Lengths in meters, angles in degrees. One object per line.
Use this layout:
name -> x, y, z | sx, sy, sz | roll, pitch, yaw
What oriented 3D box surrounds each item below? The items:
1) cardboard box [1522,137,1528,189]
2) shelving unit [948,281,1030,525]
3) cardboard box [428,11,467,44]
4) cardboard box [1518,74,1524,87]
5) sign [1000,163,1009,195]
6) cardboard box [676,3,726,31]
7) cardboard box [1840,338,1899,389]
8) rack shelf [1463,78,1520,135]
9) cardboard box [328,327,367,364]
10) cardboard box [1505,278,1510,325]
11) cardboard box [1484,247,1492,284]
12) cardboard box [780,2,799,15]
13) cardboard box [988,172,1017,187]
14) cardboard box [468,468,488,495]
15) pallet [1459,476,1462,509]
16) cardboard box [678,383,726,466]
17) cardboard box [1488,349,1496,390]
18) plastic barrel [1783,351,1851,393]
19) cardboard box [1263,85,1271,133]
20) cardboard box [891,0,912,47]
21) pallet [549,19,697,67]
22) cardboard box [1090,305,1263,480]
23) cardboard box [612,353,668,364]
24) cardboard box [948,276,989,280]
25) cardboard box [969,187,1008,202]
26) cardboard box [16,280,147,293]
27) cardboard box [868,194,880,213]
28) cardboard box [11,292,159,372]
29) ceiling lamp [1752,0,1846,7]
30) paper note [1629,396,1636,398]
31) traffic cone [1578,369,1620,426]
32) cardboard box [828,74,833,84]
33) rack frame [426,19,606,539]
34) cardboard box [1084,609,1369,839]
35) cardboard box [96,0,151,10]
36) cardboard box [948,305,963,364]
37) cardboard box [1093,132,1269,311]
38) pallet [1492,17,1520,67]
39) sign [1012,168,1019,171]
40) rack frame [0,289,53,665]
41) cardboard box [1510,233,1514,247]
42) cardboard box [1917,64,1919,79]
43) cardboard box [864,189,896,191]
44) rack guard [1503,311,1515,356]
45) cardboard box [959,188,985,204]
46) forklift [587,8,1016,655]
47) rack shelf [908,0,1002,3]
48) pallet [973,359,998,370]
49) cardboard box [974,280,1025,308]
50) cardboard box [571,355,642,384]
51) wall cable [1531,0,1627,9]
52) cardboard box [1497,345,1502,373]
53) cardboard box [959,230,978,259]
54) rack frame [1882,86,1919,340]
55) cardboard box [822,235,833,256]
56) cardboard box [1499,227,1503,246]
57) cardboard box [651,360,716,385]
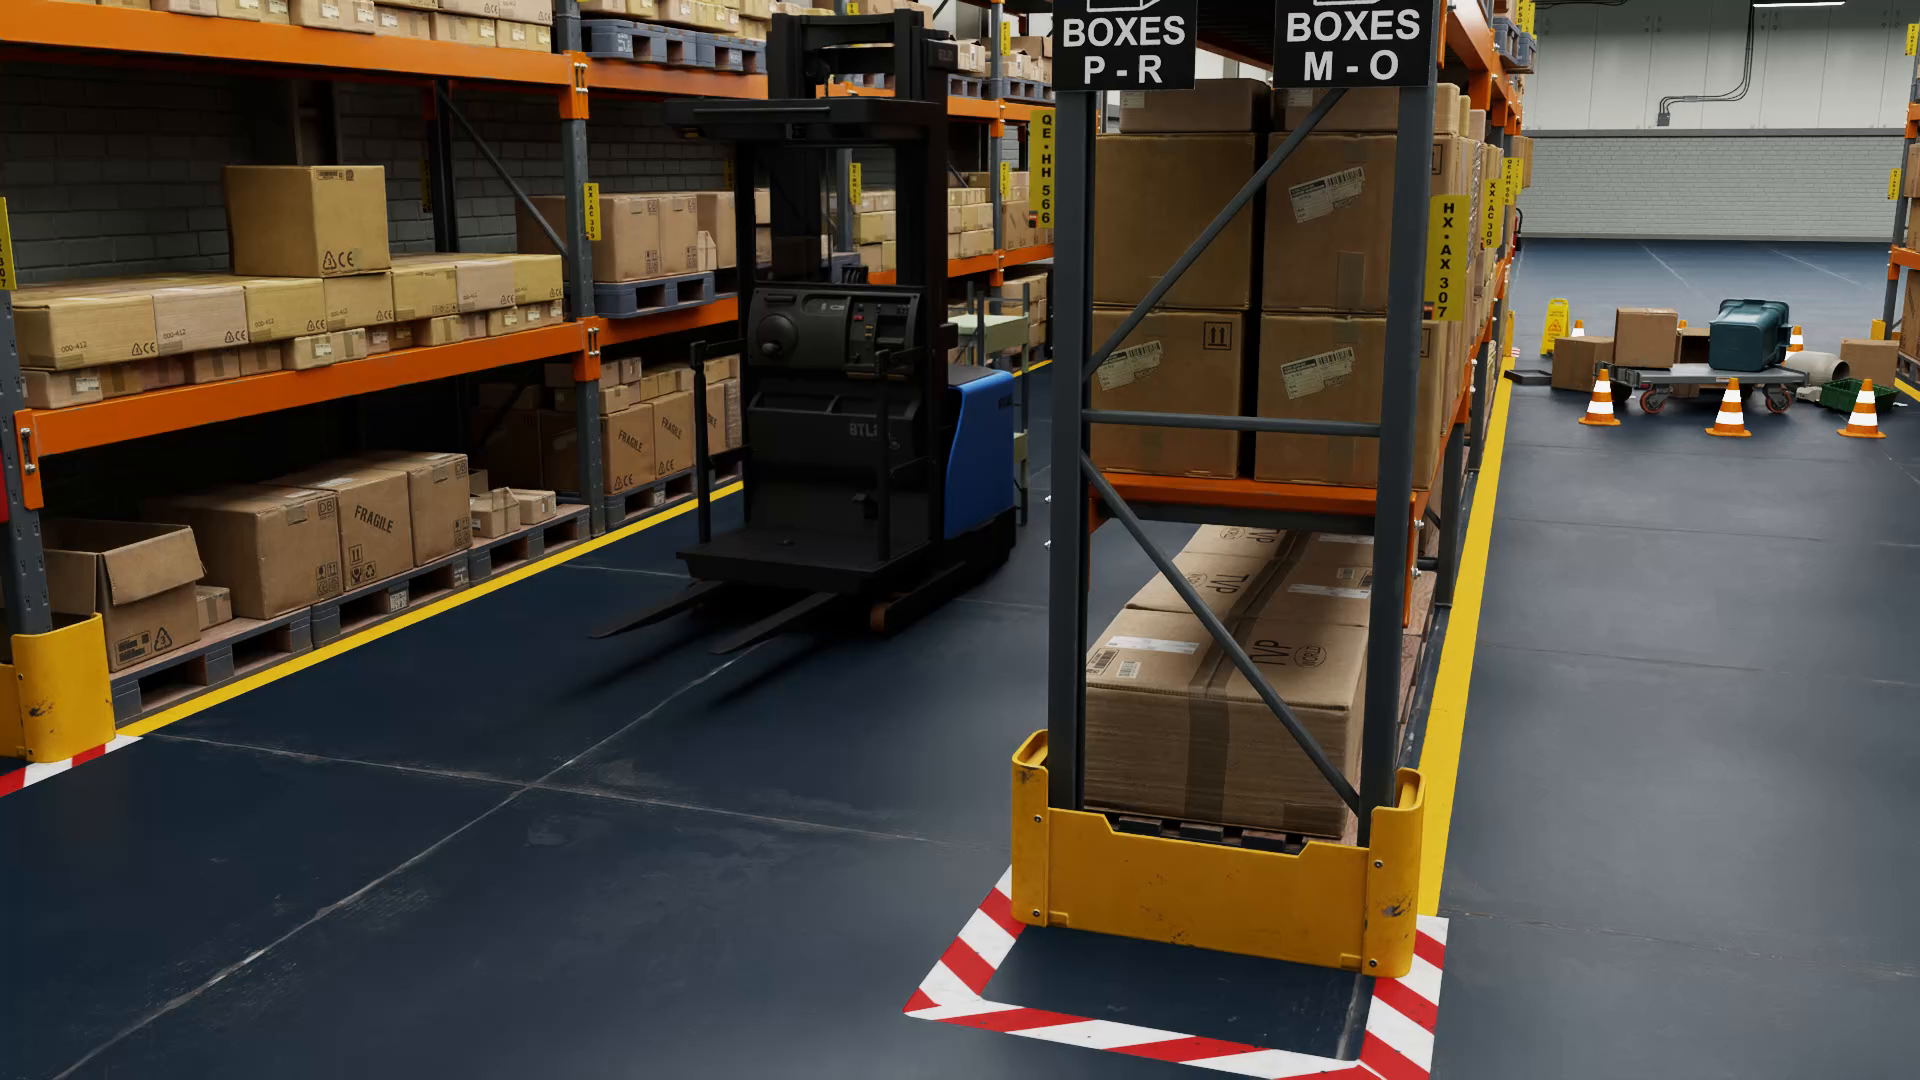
cardboard box -> 5.357, -3.814, 16.817 | 0.700, 0.500, 0.500 | 4, 13, 17
shelving unit -> 0.091, -0.766, 9.974 | 0.431, 1.500, 0.755 | 5, 14, 22
cardboard box -> -2.749, -2.603, 8.473 | 0.380, 0.149, 0.250 | 4, 14, 18
cardboard box -> 5.369, -4.667, 16.623 | 0.500, 0.250, 0.500 | 4, 14, 19
sign -> 0.454, -3.692, 16.997 | 0.100, 0.325, 0.005 | 4, 14, 18
cardboard box -> -1.759, -3.414, 10.860 | 0.380, 0.149, 0.250 | 5, 14, 20
cardboard box -> 8.883, -1.694, 16.282 | 0.500, 0.500, 0.500 | 7, 15, 28
rack shelf -> 3.988, -3.537, 13.618 | 1.077, 0.370, 4.000 | 4, 14, 18
cardboard box -> -3.049, -0.928, 7.876 | 0.380, 0.149, 0.250 | 5, 14, 20
cardboard box -> 5.752, -2.621, 18.278 | 0.500, 0.500, 0.500 | 5, 14, 20
cardboard box -> 2.787, -1.621, 9.562 | 0.500, 0.250, 0.500 | 5, 14, 19
cardboard box -> -1.411, -3.888, 12.313 | 0.380, 0.149, 0.250 | 4, 13, 17
cardboard box -> 0.395, -3.874, 17.871 | 0.380, 0.149, 0.250 | 4, 13, 17
cardboard box -> -3.088, -0.290, 9.616 | 0.500, 0.311, 0.500 | 5, 14, 20
pallet -> 2.618, -0.228, 10.512 | 1.003, 0.211, 1.213 | 4, 14, 18
cardboard box -> -1.953, -0.808, 11.459 | 0.500, 0.500, 0.500 | 4, 13, 17
cardboard box -> 4.239, -1.507, 14.813 | 0.950, 0.372, 0.625 | 5, 14, 22
plastic barrel -> 8.268, -1.604, 16.065 | 0.421, 0.421, 0.512 | -8, 15, -30
cardboard box -> 0.739, -1.317, 5.088 | 0.380, 0.149, 0.250 | 5, 14, 19
cardboard box -> -0.823, -4.374, 14.274 | 0.700, 0.500, 0.500 | 4, 13, 17
pallet -> -2.373, -3.021, 10.166 | 1.213, 0.211, 1.003 | 4, 14, 18
cardboard box -> 0.659, -0.489, 5.164 | 0.500, 0.500, 0.500 | 4, 14, 19
cardboard box -> -2.316, -1.246, 11.920 | 0.380, 0.149, 0.250 | 4, 13, 16
cardboard box -> 0.064, -2.780, 18.414 | 0.500, 0.250, 0.500 | 4, 13, 18
cardboard box -> 0.290, -3.616, 17.407 | 0.380, 0.149, 0.250 | 4, 13, 18
cardboard box -> -3.879, -0.972, 7.176 | 0.500, 0.250, 0.500 | 4, 14, 19
cardboard box -> -0.890, -2.828, 13.953 | 0.380, 0.149, 0.250 | 5, 14, 20
cardboard box -> -3.543, -0.824, 6.526 | 0.500, 0.250, 0.500 | 4, 14, 19
ceiling lamp -> 20.097, -14.363, 39.574 | 2.000, 3.185, 0.800 | 4, 14, 18
paper note -> 6.421, -1.387, 15.998 | 0.148, 0.019, 0.142 | 4, 14, 18
traffic cone -> 5.559, -1.247, 14.413 | 0.336, 0.463, 0.334 | 4, 14, 18
cardboard box -> -1.293, -3.624, 12.722 | 0.500, 0.250, 0.500 | 4, 13, 17
rack frame -> -2.651, -1.518, 9.899 | 1.000, 3.000, 0.127 | 4, 14, 18
cardboard box -> 0.872, 0.579, 5.525 | 0.875, 0.438, 0.875 | 4, 13, 16
cardboard box -> -3.463, -2.176, 6.605 | 0.380, 0.149, 0.250 | 4, 14, 19
cardboard box -> -0.479, -1.976, 16.298 | 0.875, 0.625, 0.625 | 4, 14, 18
cardboard box -> 0.684, -0.974, 5.044 | 0.500, 0.500, 0.500 | 5, 14, 20
pallet -> 2.824, -2.999, 10.071 | 1.003, 0.211, 1.213 | 5, 14, 21
sign -> 0.709, -4.547, 21.044 | 0.100, 0.325, 0.005 | 4, 14, 18
rack frame -> -3.945, -0.676, 6.209 | 1.000, 3.000, 0.127 | 4, 14, 18
cardboard box -> 5.876, -3.302, 18.276 | 0.380, 0.149, 0.250 | 5, 14, 19
cardboard box -> 10.232, -4.897, 17.359 | 0.380, 0.149, 0.250 | 4, 14, 19
cardboard box -> -0.765, -3.298, 16.014 | 0.380, 0.149, 0.250 | 4, 14, 18
rack guard -> 5.905, -2.454, 19.615 | 1.175, 0.500, 0.348 | 4, 14, 18
cardboard box -> 0.037, -3.480, 16.810 | 0.380, 0.149, 0.250 | 5, 14, 20
forklift -> -0.717, -1.078, 8.124 | 1.130, 2.935, 3.031 | 5, 14, 22
rack shelf -> -0.709, -5.161, 14.891 | 1.077, 0.370, 4.000 | 4, 14, 18
pallet -> -0.264, -1.685, 16.897 | 1.003, 0.211, 1.213 | 4, 14, 18
cardboard box -> 0.391, -2.634, 17.774 | 0.500, 0.250, 0.500 | 4, 13, 18
cardboard box -> -2.244, -1.080, 10.527 | 0.380, 0.149, 0.250 | 4, 13, 16
wall cable -> 17.553, -16.478, 47.366 | 3.097, 2.526, 0.112 | 4, 14, 18
cardboard box -> 5.082, -1.815, 16.435 | 0.500, 0.250, 0.500 | 4, 13, 16
cardboard box -> -0.135, -2.898, 16.283 | 0.500, 0.250, 0.500 | 4, 14, 18
rack frame -> 10.646, -3.353, 17.938 | 1.000, 3.000, 0.127 | 4, 14, 18
cardboard box -> -1.206, -2.277, 12.843 | 0.380, 0.149, 0.250 | 5, 14, 19
cardboard box -> 4.500, -2.635, 14.413 | 0.380, 0.149, 0.250 | 4, 14, 19
cardboard box -> -1.920, -1.156, 11.529 | 0.380, 0.149, 0.250 | 5, 14, 20
